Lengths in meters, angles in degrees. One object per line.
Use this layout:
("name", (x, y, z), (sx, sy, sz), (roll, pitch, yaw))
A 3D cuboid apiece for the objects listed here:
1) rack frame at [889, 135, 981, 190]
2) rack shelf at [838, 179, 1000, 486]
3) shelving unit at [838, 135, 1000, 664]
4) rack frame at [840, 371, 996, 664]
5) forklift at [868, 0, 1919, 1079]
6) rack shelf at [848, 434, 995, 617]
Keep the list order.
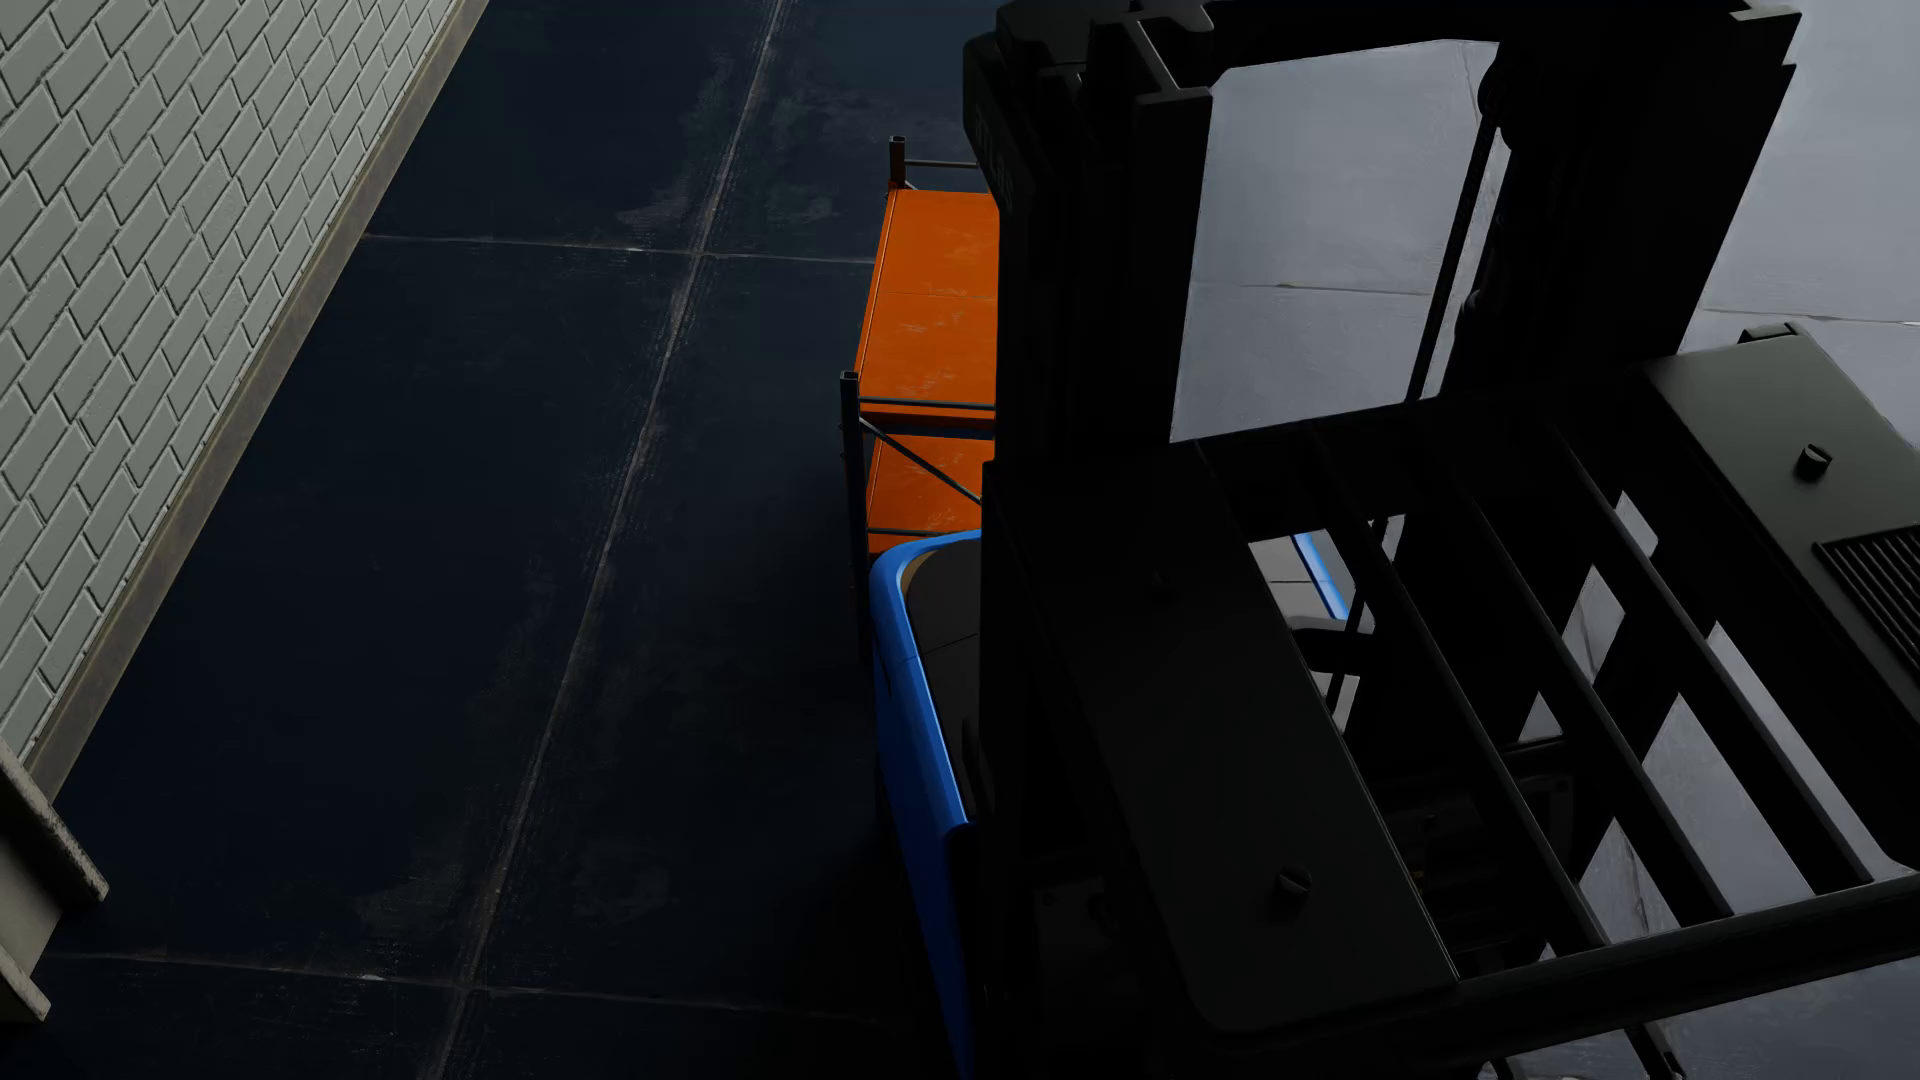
("rack frame", (0.047, -0.758, 5.181), (0.500, 1.125, 0.032), (4, 48, 4))
("rack shelf", (0.001, -0.582, 4.623), (0.538, 0.278, 1.000), (4, 48, 4))
("shelving unit", (0.001, -0.385, 4.839), (0.538, 1.125, 1.048), (4, 48, 4))
("rack frame", (-0.046, -0.011, 4.498), (0.500, 1.125, 0.032), (4, 48, 4))
("forklift", (0.625, 0.725, 2.601), (1.130, 2.935, 3.031), (-10, 48, -9))
("rack shelf", (0.001, -0.220, 5.020), (0.538, 0.278, 1.000), (4, 48, 4))
